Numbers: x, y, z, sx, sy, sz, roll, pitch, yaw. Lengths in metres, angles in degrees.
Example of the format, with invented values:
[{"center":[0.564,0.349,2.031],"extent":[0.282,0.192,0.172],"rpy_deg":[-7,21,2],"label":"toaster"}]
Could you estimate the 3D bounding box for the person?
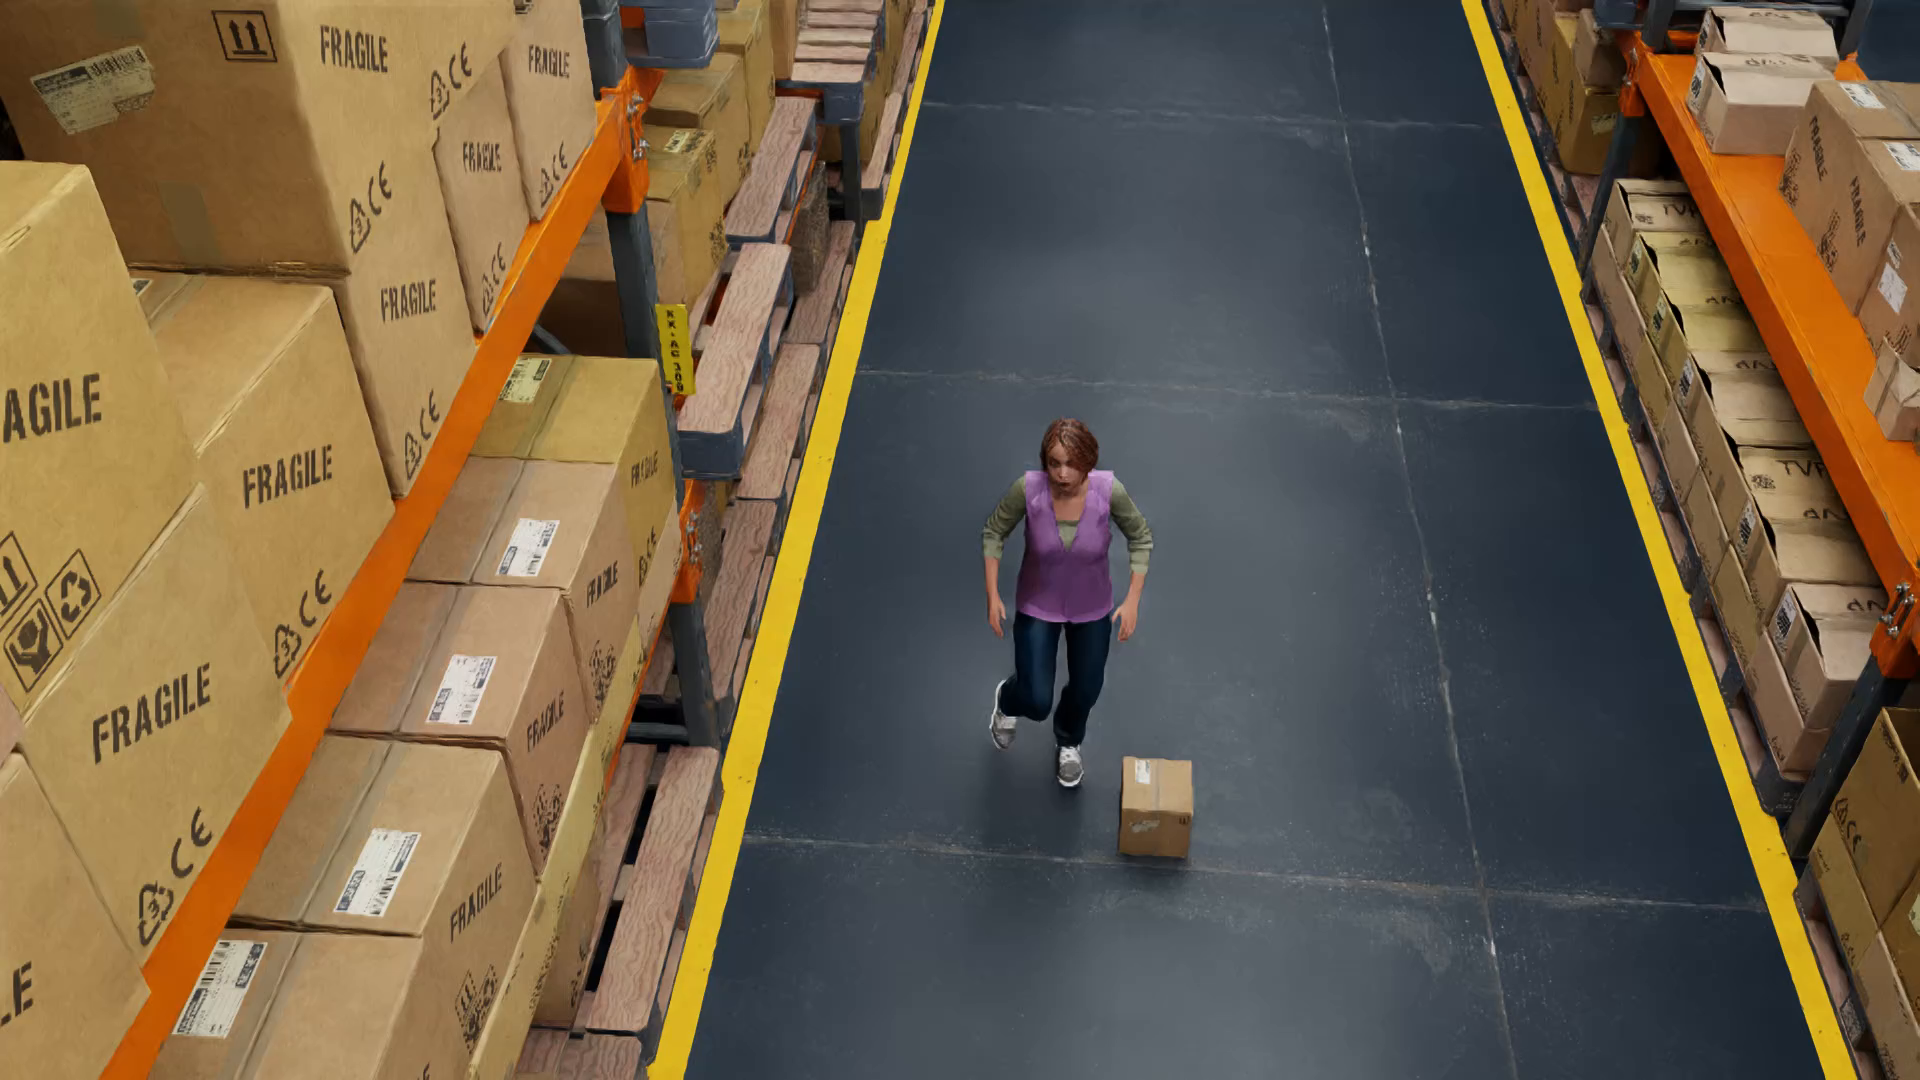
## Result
[{"center":[0.384,0.261,5.882],"extent":[0.591,1.570,0.440],"rpy_deg":[-4,41,-4],"label":"person"}]
